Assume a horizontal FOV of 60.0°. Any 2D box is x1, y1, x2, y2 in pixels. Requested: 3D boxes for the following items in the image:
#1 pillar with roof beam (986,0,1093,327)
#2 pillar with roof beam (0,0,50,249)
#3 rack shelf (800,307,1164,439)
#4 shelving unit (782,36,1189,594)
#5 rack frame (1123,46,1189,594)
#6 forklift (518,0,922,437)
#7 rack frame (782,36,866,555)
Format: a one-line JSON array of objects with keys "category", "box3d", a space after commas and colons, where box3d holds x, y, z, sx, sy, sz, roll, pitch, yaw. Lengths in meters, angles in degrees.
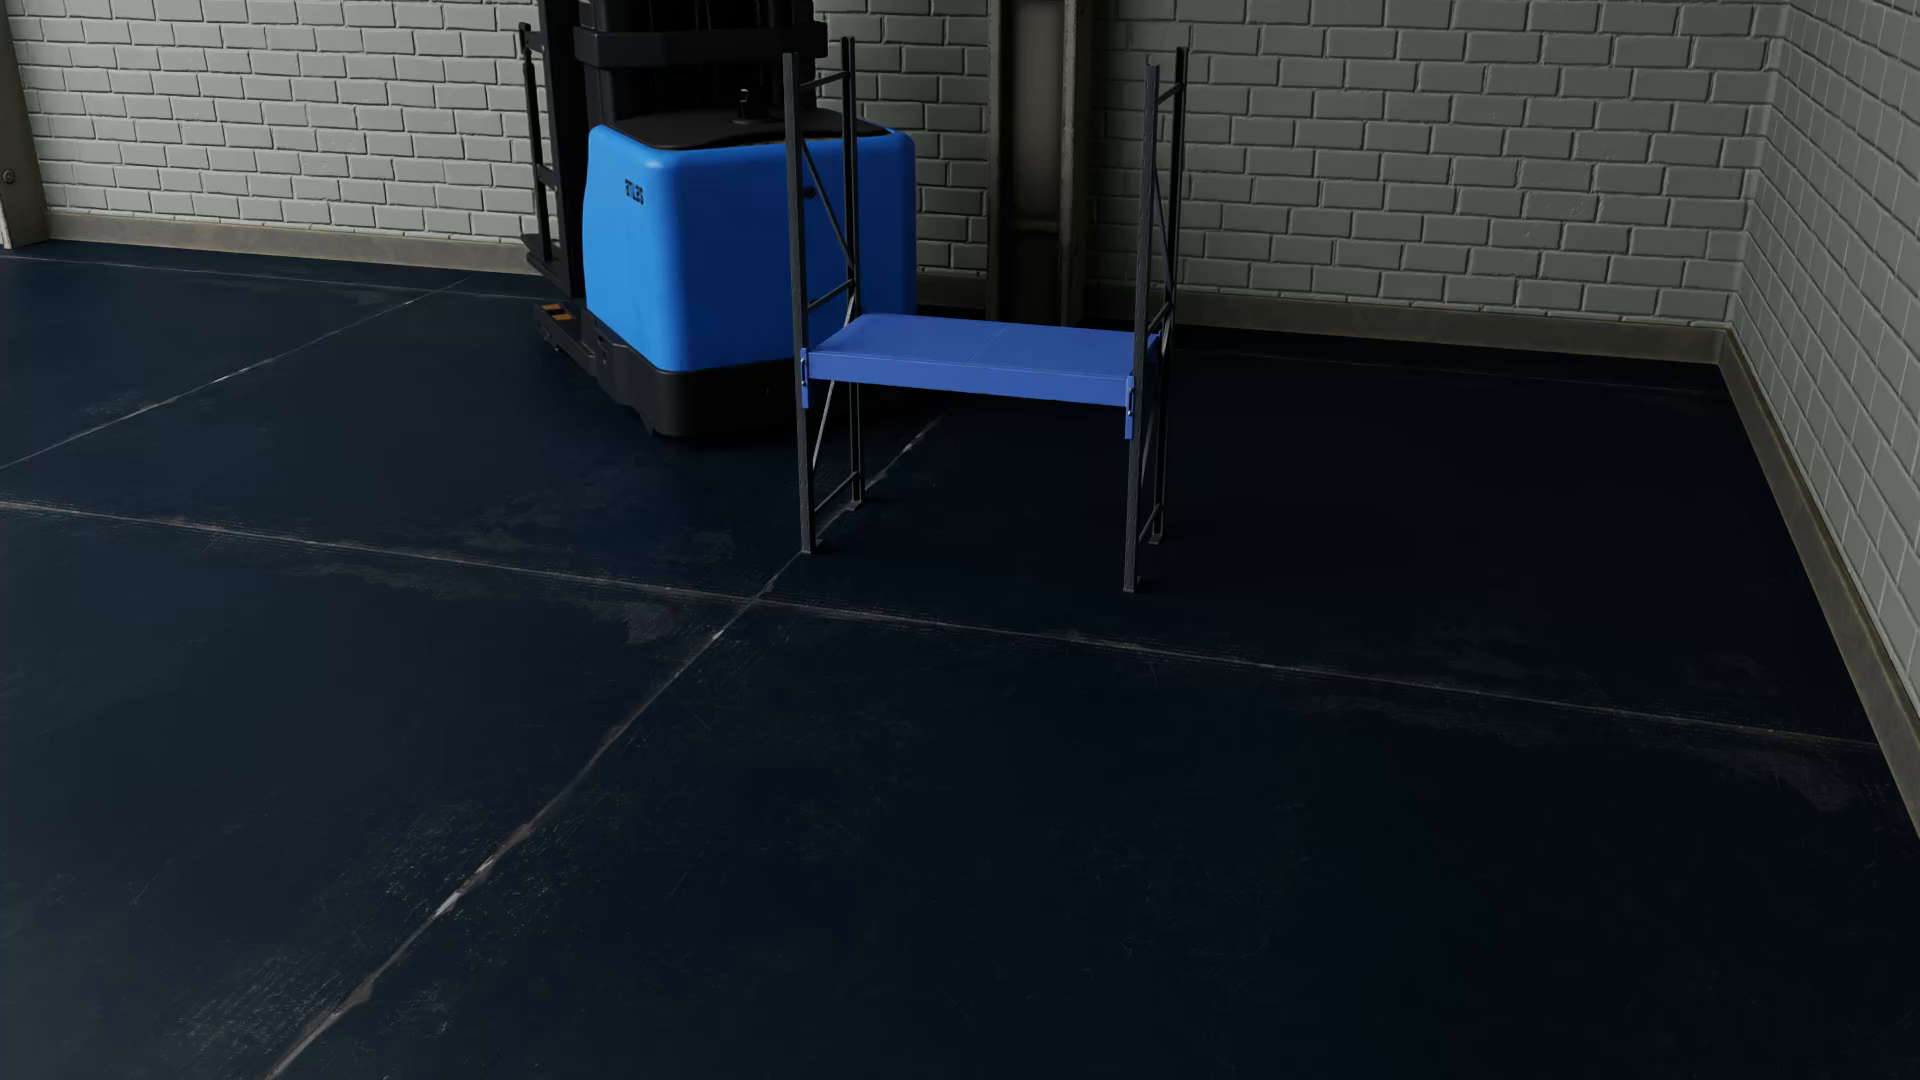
[{"category": "pillar with roof beam", "box3d": [-0.889, -3.630, 2.263, 0.400, 9.000, 9.100, 7, 23, 16]}, {"category": "pillar with roof beam", "box3d": [-6.634, -4.288, 3.866, 0.400, 9.000, 9.100, 7, 23, 16]}, {"category": "rack shelf", "box3d": [0.082, -0.518, 5.031, 1.000, 0.185, 0.538, 7, 23, 16]}, {"category": "shelving unit", "box3d": [0.082, -0.685, 4.963, 1.048, 1.500, 0.538, 7, 23, 16]}, {"category": "rack frame", "box3d": [0.568, -0.629, 4.827, 0.032, 1.500, 0.500, 7, 23, 16]}, {"category": "forklift", "box3d": [-1.257, -2.247, 6.887, 1.130, 2.935, 3.031, -11, 25, -24]}, {"category": "rack frame", "box3d": [-0.405, -0.740, 5.098, 0.032, 1.500, 0.500, 7, 23, 16]}]
